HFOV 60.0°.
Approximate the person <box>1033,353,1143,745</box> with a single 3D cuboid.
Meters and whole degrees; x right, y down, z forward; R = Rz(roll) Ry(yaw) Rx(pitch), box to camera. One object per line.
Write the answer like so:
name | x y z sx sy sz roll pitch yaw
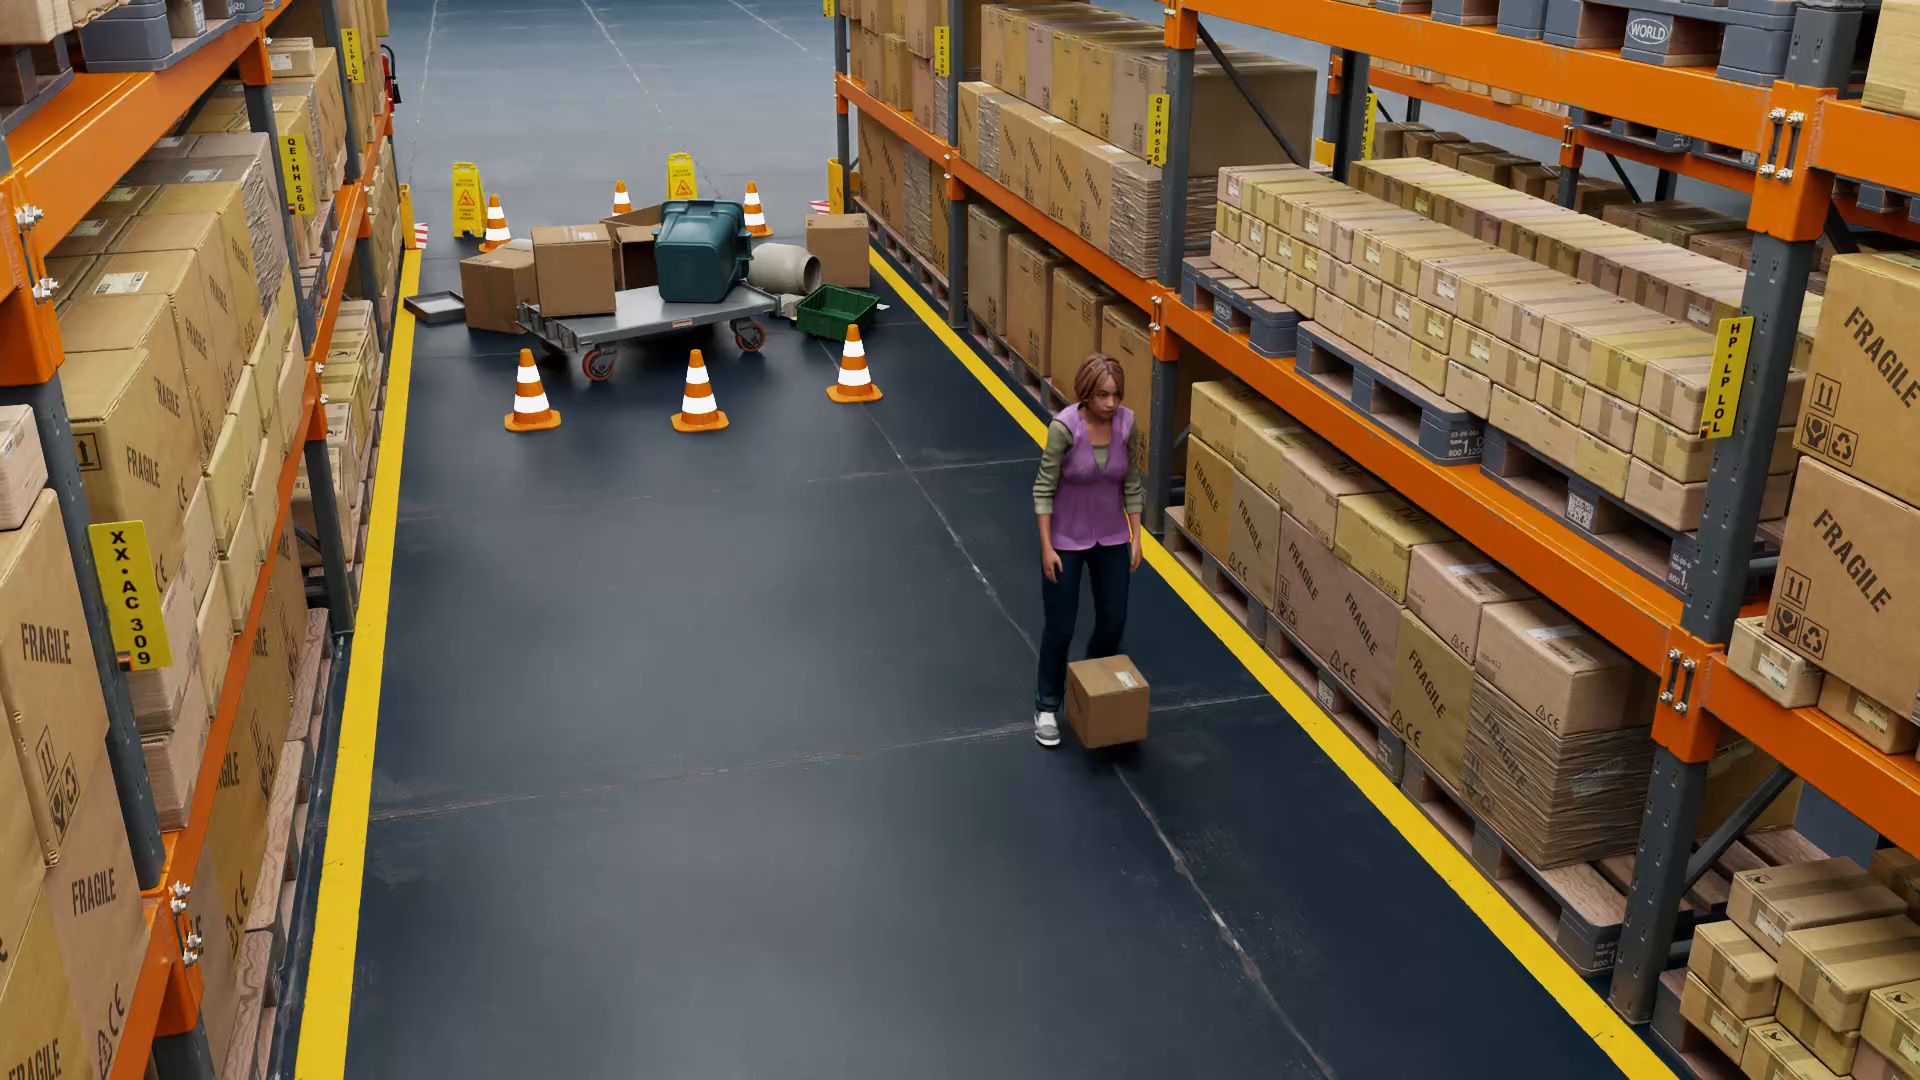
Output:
person | 0.508 0.032 6.534 0.458 1.595 0.374 -7 24 -16
